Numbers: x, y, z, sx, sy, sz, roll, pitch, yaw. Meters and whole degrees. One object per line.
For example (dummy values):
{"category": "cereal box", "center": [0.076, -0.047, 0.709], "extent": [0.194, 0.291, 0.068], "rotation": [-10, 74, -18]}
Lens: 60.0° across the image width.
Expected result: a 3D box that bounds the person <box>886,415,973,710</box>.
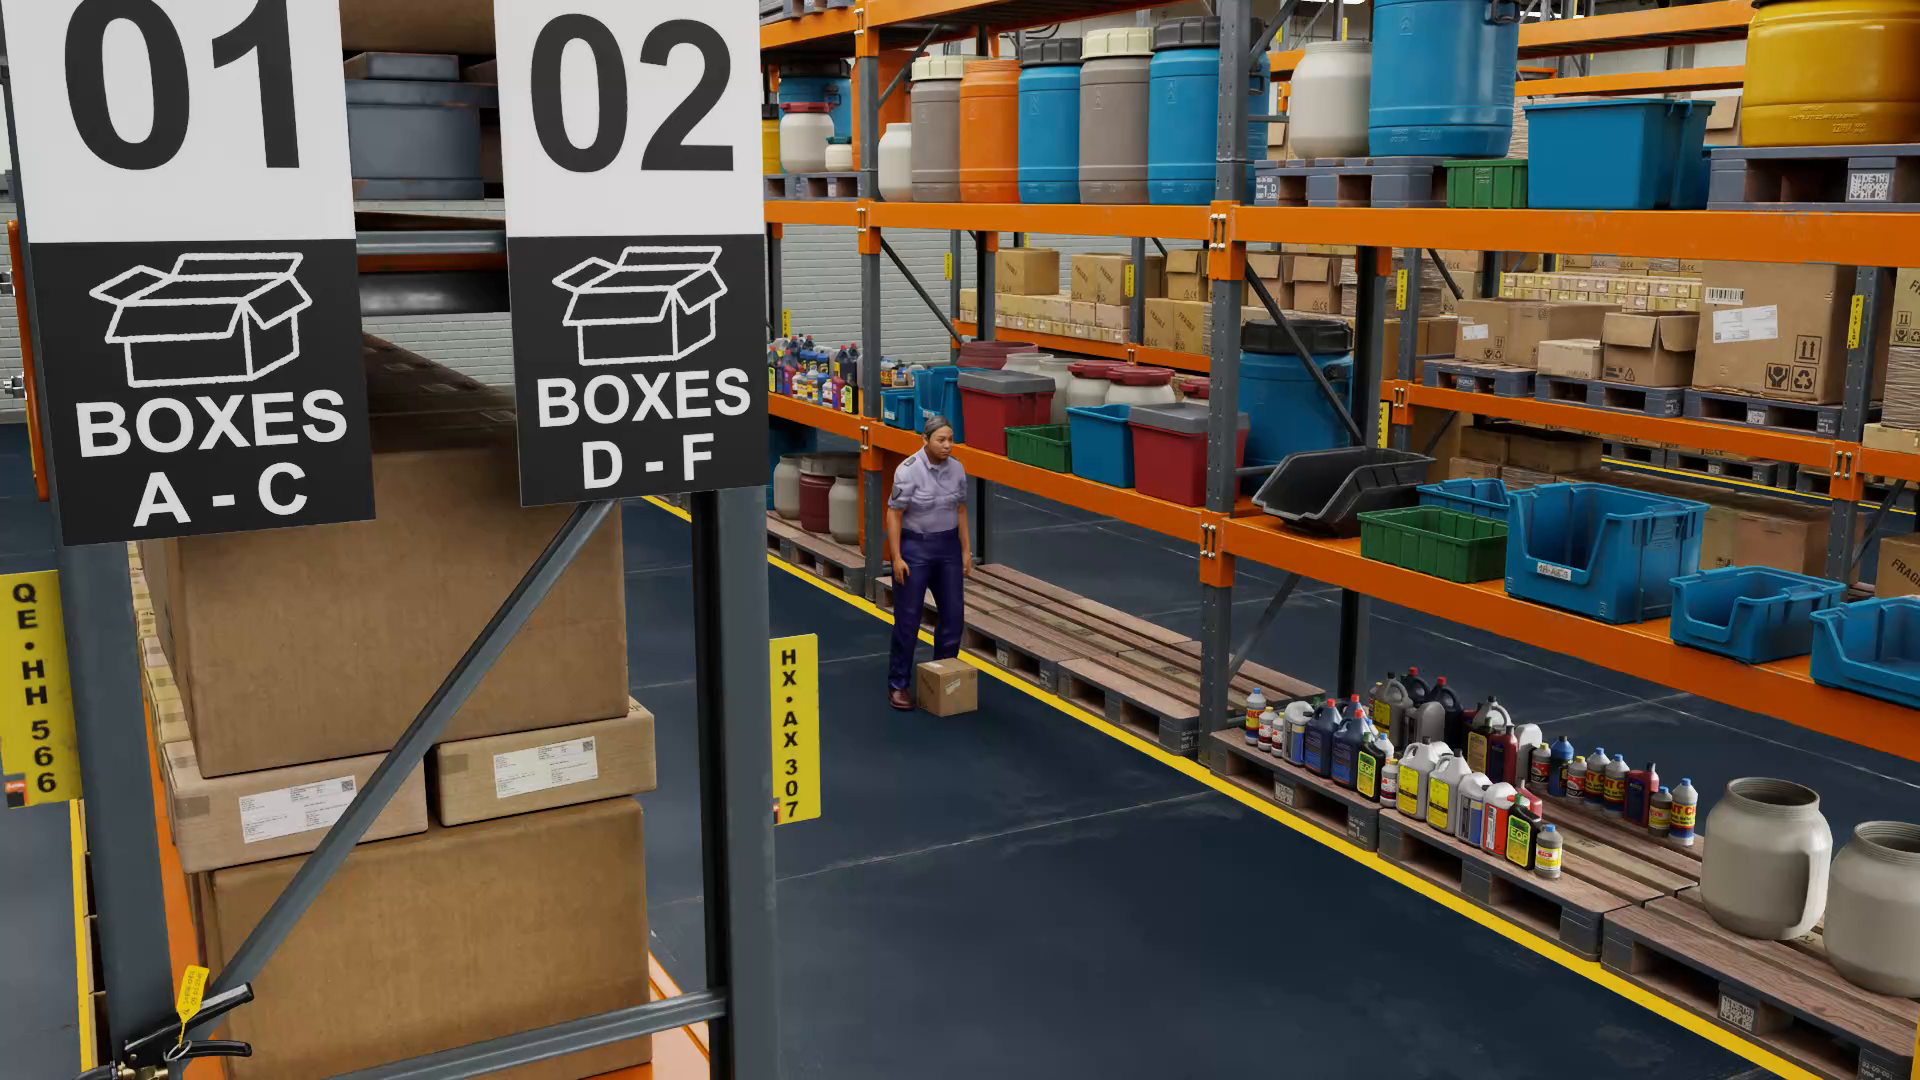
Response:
{"category": "person", "center": [-0.170, 0.109, 9.451], "extent": [0.564, 1.652, 0.420], "rotation": [-7, 14, -31]}
